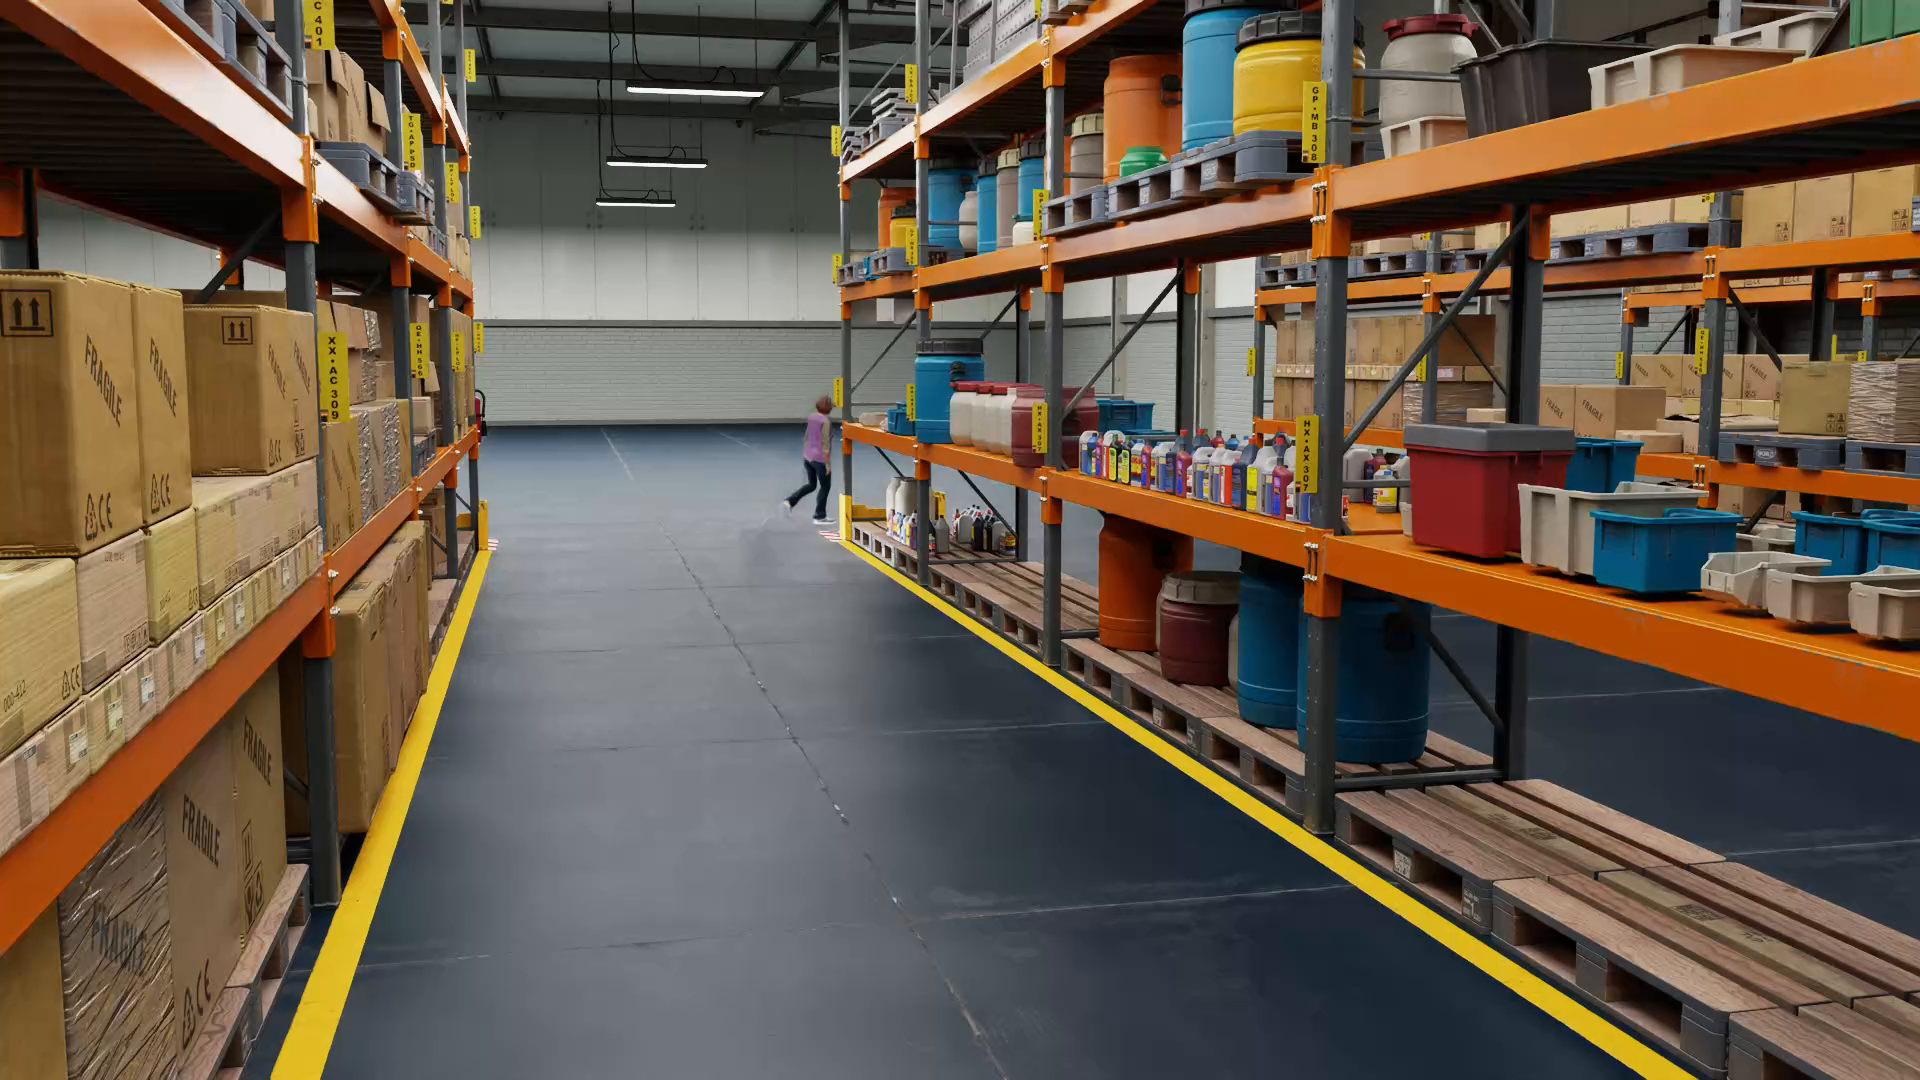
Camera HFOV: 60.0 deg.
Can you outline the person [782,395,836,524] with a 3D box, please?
[{"bbox_3d":[-1.753,-0.943,19.838,0.700,1.561,0.456,-5,8,-37],"label":"person"}]
